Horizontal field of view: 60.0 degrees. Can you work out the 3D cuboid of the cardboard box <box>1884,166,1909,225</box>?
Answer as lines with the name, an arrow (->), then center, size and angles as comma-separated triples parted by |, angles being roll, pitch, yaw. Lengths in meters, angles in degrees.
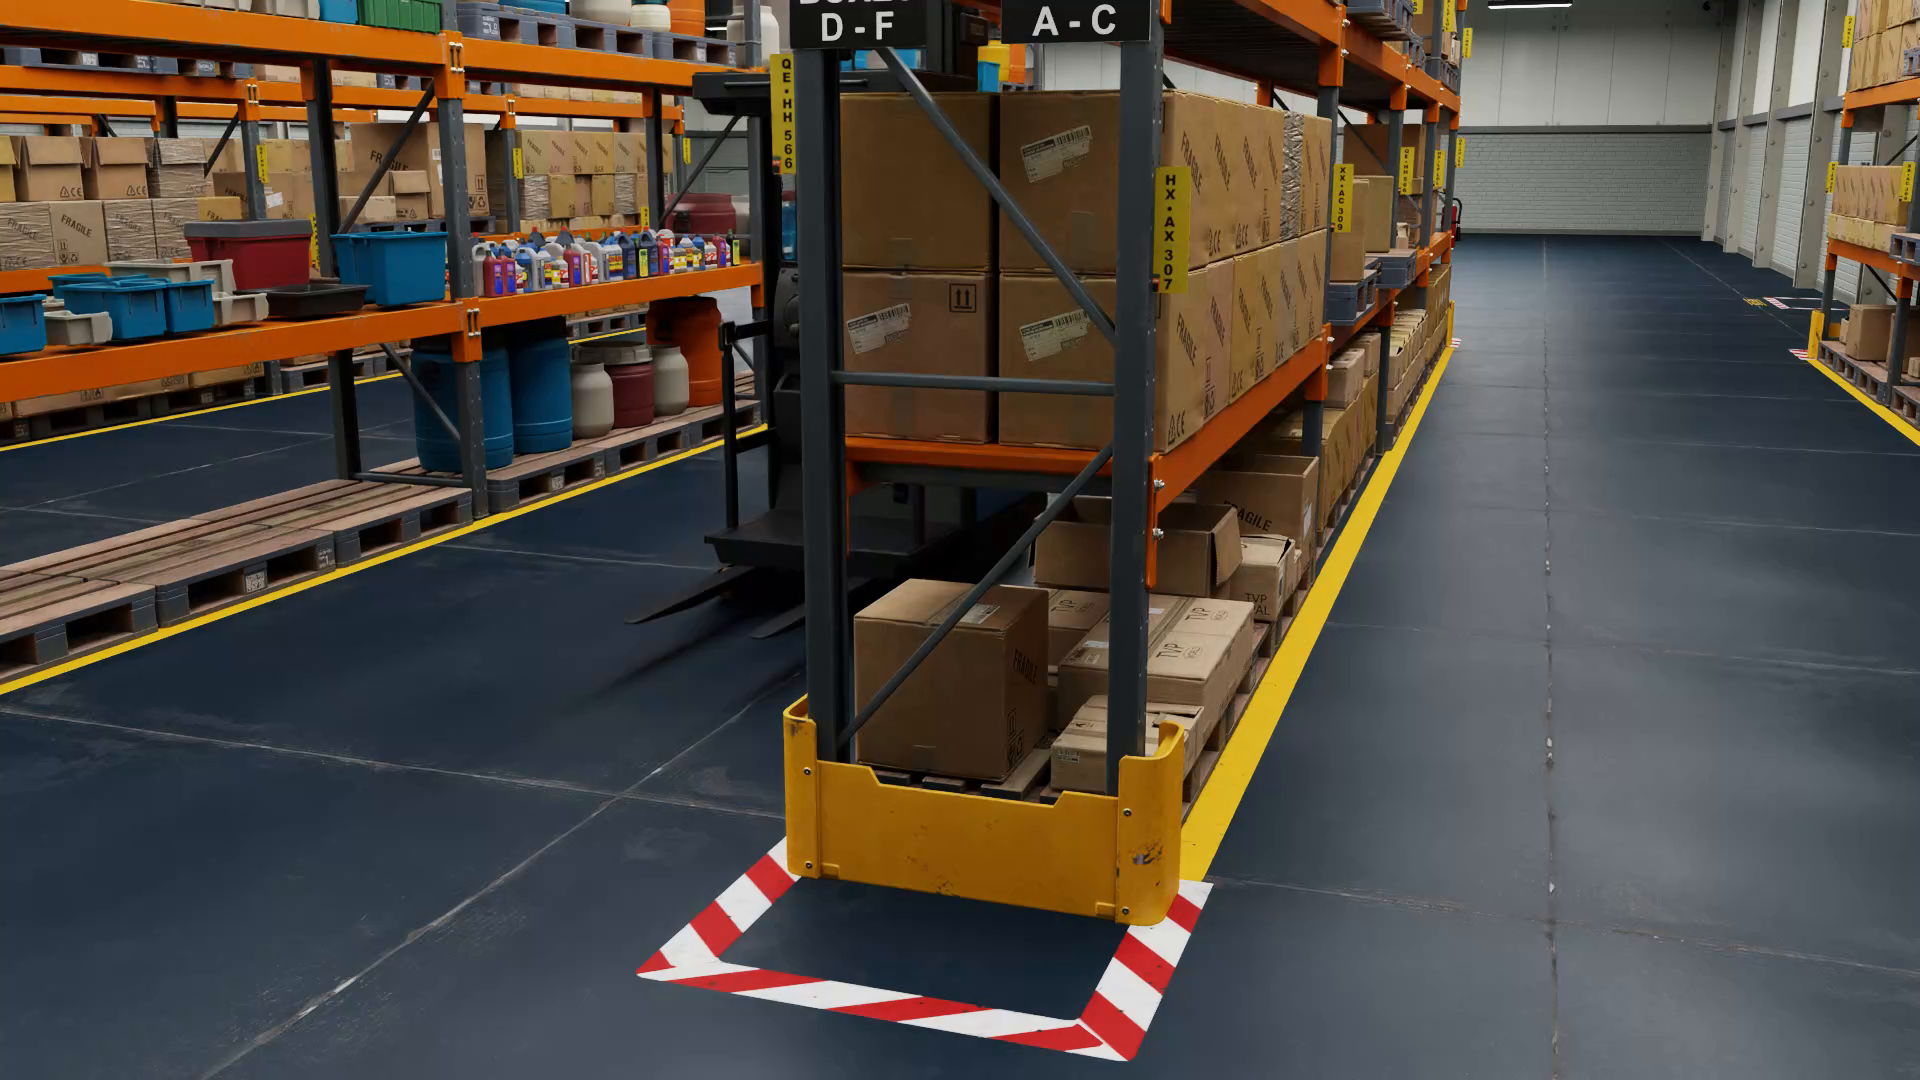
cardboard box -> 8.469, -3.023, 14.599 | 0.500, 0.500, 0.500 | 4, 14, 18

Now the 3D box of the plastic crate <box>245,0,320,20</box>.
plastic crate -> -3.405, -2.667, 8.281 | 0.293, 0.136, 0.466 | 4, 14, 18

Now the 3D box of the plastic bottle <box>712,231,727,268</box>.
plastic bottle -> -1.862, -2.249, 12.861 | 0.061, 0.283, 0.133 | 4, 14, 18

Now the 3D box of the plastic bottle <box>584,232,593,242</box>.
plastic bottle -> -2.816, -2.174, 12.536 | 0.061, 0.283, 0.133 | 4, 14, 18

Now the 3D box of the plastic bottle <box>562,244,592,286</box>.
plastic bottle -> -2.544, -1.832, 11.054 | 0.152, 0.276, 0.135 | 4, 14, 18

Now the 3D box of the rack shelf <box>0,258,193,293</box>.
rack shelf -> -7.393, -2.055, 13.367 | 1.077, 0.370, 4.000 | 4, 14, 18

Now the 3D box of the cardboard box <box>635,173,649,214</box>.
cardboard box -> -4.410, -4.477, 21.469 | 0.875, 0.500, 0.500 | 4, 14, 18

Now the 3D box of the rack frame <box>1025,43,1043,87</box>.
rack frame -> 0.529, -7.079, 20.281 | 1.000, 3.000, 0.127 | 4, 14, 18

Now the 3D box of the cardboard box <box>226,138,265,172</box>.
cardboard box -> -9.588, -4.950, 21.671 | 0.875, 0.550, 0.550 | 4, 14, 18

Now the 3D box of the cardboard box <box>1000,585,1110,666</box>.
cardboard box -> 0.316, 0.368, 6.326 | 0.500, 0.250, 0.500 | 4, 14, 18

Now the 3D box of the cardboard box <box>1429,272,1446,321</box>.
cardboard box -> 4.850, -2.576, 17.582 | 0.500, 0.500, 0.500 | 4, 14, 18

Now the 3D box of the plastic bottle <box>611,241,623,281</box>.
plastic bottle -> -2.374, -1.922, 11.457 | 0.097, 0.271, 0.097 | 0, 13, 0

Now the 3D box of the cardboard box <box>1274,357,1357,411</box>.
cardboard box -> 2.042, -0.927, 9.751 | 0.500, 0.250, 0.500 | 4, 14, 19

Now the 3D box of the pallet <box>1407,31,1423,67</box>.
pallet -> 2.761, -3.632, 12.345 | 1.213, 0.211, 1.003 | 5, 14, 21

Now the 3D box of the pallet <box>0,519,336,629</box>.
pallet -> -3.948, 0.147, 8.370 | 1.003, 0.211, 1.213 | 4, 14, 18

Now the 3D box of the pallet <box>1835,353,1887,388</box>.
pallet -> 9.186, -1.641, 16.204 | 1.003, 0.211, 1.213 | 4, 14, 18

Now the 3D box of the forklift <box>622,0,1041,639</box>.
forklift -> -0.556, -1.155, 7.961 | 1.130, 2.935, 3.031 | 5, 14, 21

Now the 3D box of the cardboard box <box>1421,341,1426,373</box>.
cardboard box -> 4.060, -1.711, 15.478 | 0.500, 0.250, 0.500 | 4, 14, 18

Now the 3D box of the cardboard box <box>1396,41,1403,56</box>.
cardboard box -> 2.517, -3.530, 11.245 | 0.910, 0.500, 0.500 | 4, 14, 18

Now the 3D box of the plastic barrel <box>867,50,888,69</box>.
plastic barrel -> -0.936, -4.759, 15.729 | 0.600, 0.901, 0.600 | 0, 13, 0

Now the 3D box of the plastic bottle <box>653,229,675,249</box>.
plastic bottle -> -2.362, -2.331, 13.238 | 0.152, 0.276, 0.135 | 4, 14, 18

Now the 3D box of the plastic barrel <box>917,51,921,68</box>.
plastic barrel -> -0.440, -5.110, 17.201 | 0.421, 0.512, 0.421 | 0, 13, 0

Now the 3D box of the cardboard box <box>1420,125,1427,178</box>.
cardboard box -> 4.220, -3.836, 16.415 | 0.700, 0.500, 0.500 | 4, 14, 18

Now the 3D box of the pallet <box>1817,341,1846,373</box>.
pallet -> 9.582, -1.897, 17.326 | 1.003, 0.211, 1.213 | 4, 14, 18

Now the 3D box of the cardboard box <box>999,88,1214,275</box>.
cardboard box -> 0.431, -1.039, 4.827 | 0.500, 0.500, 0.500 | 5, 14, 20

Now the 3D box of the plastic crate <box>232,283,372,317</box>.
plastic crate -> -3.462, -1.268, 8.786 | 0.437, 0.125, 0.590 | 4, 14, 18

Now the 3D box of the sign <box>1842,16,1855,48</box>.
sign -> 9.389, -5.369, 17.564 | 0.100, 0.325, 0.005 | 4, 14, 18

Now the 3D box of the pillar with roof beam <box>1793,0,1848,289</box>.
pillar with roof beam -> 10.304, -8.993, 28.666 | 9.100, 9.000, 0.400 | 4, 14, 18

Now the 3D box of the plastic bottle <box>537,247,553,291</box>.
plastic bottle -> -2.662, -1.735, 10.636 | 0.097, 0.271, 0.097 | 0, 13, 0

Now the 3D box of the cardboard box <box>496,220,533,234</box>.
cardboard box -> -5.098, -3.570, 18.953 | 0.380, 0.149, 0.250 | 4, 14, 18

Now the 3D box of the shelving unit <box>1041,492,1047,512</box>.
shelving unit -> 0.215, -0.847, 9.828 | 0.431, 1.500, 0.755 | 5, 14, 21

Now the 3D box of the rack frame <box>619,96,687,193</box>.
rack frame -> -4.158, -4.511, 22.511 | 1.000, 3.000, 0.127 | 4, 14, 18

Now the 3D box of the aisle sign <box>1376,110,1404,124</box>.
aisle sign -> 4.946, -5.100, 19.251 | 0.394, 0.787, 0.004 | 4, 14, 18

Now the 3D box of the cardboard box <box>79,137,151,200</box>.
cardboard box -> -7.212, -3.075, 13.739 | 0.797, 0.503, 0.637 | 5, 14, 20

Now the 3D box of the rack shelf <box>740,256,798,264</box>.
rack shelf -> -1.413, -2.540, 15.494 | 1.077, 0.370, 4.000 | 4, 14, 18

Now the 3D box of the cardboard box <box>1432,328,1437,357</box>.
cardboard box -> 4.524, -2.000, 16.744 | 0.500, 0.250, 0.500 | 4, 14, 18

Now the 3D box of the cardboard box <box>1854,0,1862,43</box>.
cardboard box -> 9.549, -5.386, 17.087 | 0.500, 0.500, 0.500 | 3, 13, 14

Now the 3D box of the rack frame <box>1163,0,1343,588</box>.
rack frame -> 1.332, -1.270, 8.313 | 1.000, 3.000, 0.127 | 4, 14, 18

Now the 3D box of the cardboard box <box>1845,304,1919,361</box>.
cardboard box -> 9.125, -2.027, 16.256 | 0.700, 0.500, 0.500 | 3, 13, 15

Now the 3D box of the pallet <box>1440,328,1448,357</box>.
pallet -> 5.007, -2.274, 18.975 | 1.003, 0.211, 1.213 | 4, 14, 18

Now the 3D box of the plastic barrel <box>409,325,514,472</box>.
plastic barrel -> -3.162, -0.923, 10.562 | 0.600, 0.901, 0.708 | 4, 14, 18

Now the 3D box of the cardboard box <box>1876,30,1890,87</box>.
cardboard box -> 9.033, -4.575, 15.782 | 0.500, 0.500, 0.500 | 5, 14, 22

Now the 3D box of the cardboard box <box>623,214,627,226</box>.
cardboard box -> -4.444, -4.049, 21.053 | 0.380, 0.149, 0.250 | 4, 14, 18

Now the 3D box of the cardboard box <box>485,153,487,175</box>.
cardboard box -> -5.567, -4.465, 19.168 | 0.500, 0.500, 0.500 | 4, 14, 18

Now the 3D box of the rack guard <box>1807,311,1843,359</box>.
rack guard -> 9.878, -2.207, 18.032 | 1.175, 0.500, 0.348 | 4, 14, 18

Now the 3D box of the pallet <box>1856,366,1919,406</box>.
pallet -> 8.793, -1.383, 15.075 | 1.003, 0.211, 1.213 | 4, 14, 18

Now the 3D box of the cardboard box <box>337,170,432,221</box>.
cardboard box -> -5.925, -3.552, 17.135 | 0.797, 0.503, 0.637 | 6, 14, 24

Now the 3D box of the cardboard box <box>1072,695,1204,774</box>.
cardboard box -> 0.579, 0.623, 5.398 | 0.380, 0.166, 0.250 | 4, 14, 18

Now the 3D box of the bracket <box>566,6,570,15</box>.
bracket -> -11.344, -15.119, 47.418 | 0.235, 0.232, 0.430 | 4, 14, 18

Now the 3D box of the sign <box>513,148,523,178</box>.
sign -> -4.926, -4.194, 18.521 | 0.100, 0.325, 0.005 | 4, 14, 18

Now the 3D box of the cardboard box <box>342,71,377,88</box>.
cardboard box -> -6.030, -4.514, 16.118 | 0.500, 0.250, 0.500 | 5, 14, 20

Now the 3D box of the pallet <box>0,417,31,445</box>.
pallet -> -7.862, -0.793, 12.487 | 1.003, 0.211, 1.213 | 4, 14, 18

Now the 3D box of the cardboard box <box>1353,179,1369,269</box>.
cardboard box -> 1.859, -1.757, 9.276 | 0.700, 0.500, 0.500 | 7, 15, 27
